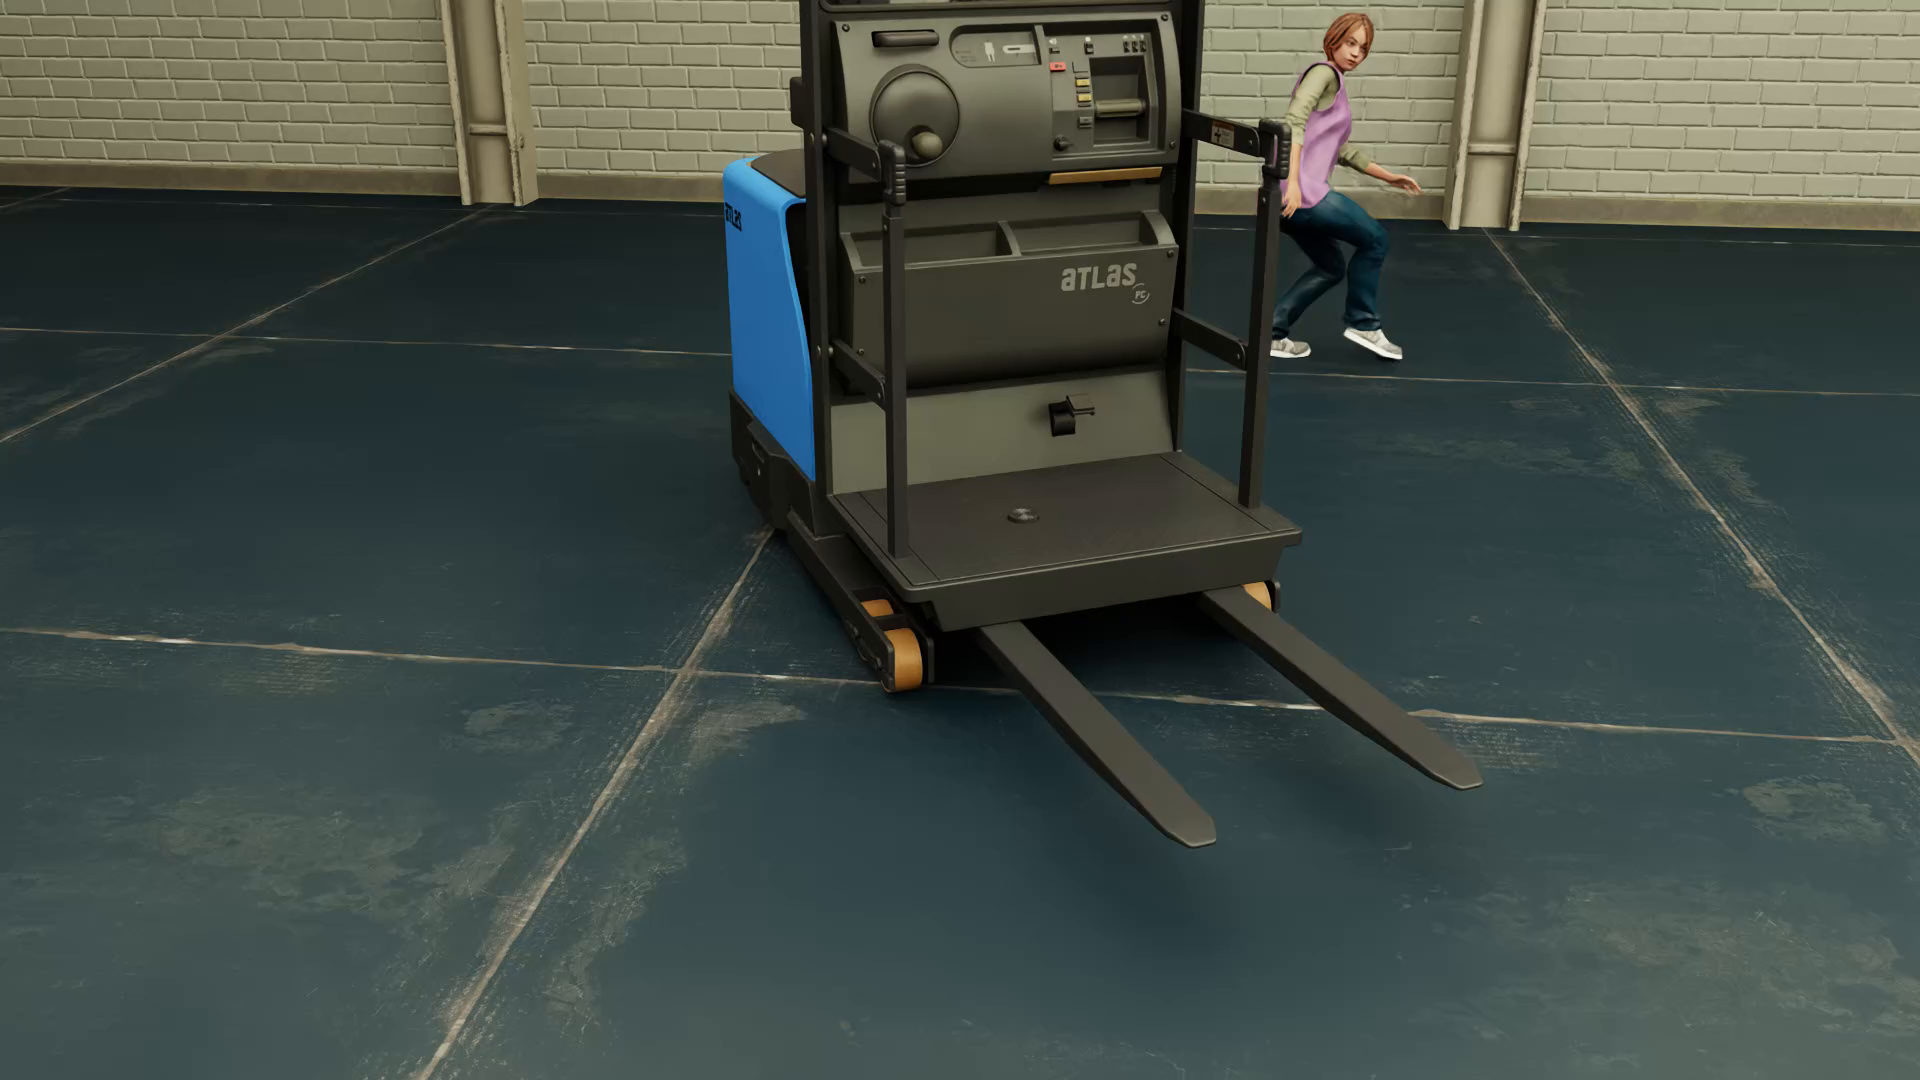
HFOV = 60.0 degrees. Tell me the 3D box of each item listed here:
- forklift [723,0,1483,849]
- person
[{"bbox_3d":[0.215,-1.146,4.100,1.130,2.935,3.031,-8,23,-19],"label":"forklift"},{"bbox_3d":[1.565,-1.380,6.784,0.688,1.391,0.636,-1,22,-2],"label":"person"}]
